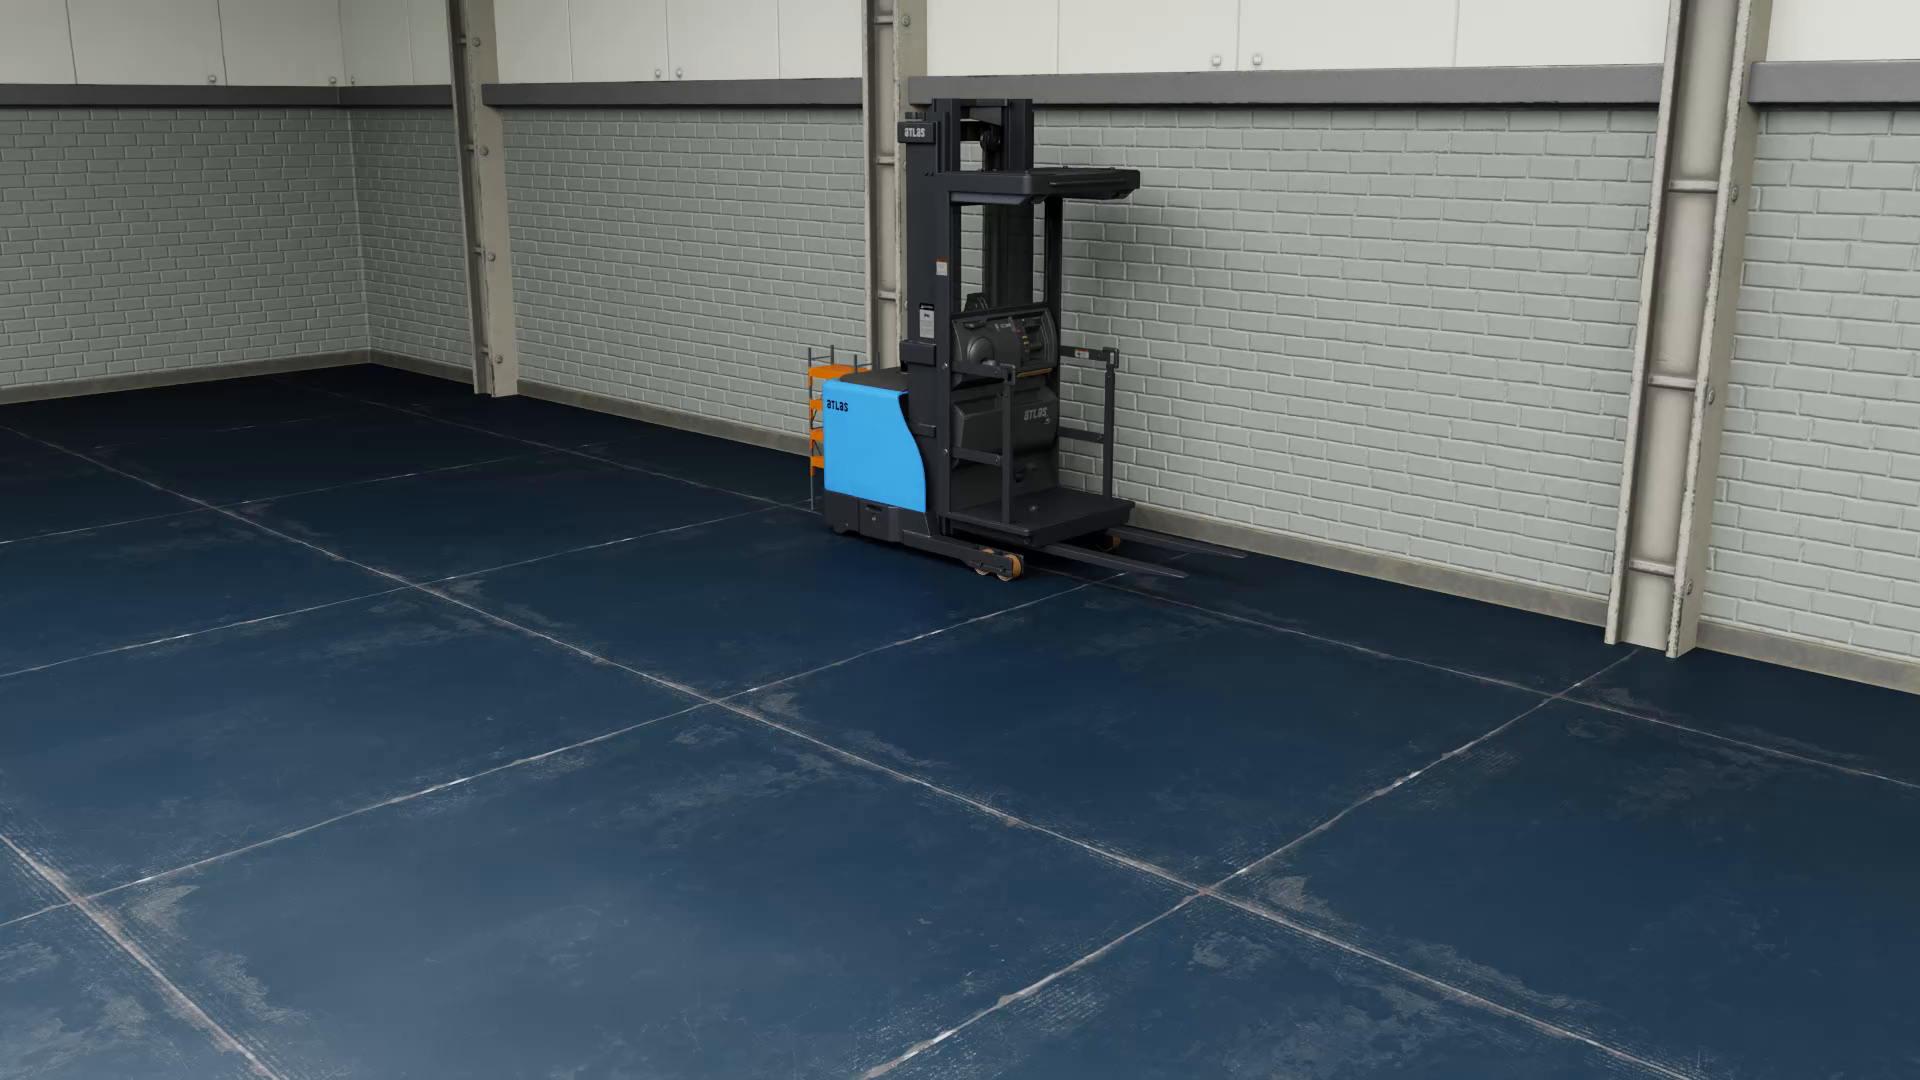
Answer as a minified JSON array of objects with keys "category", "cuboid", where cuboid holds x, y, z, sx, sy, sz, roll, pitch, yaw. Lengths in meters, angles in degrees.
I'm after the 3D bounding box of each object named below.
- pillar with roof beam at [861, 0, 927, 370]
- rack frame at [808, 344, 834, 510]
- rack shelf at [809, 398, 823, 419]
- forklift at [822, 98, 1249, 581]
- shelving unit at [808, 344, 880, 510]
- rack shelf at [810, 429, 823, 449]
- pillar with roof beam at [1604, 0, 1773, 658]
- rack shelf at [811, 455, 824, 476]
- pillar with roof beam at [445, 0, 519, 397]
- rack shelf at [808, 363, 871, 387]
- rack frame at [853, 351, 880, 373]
[{"category":"pillar with roof beam","cuboid":[-3.478,-4.048,9.119,0.400,9.000,9.100,14,20,42]},{"category":"rack frame","cuboid":[-1.011,-0.827,12.225,0.015,1.200,0.240,14,20,42]},{"category":"rack shelf","cuboid":[-0.835,-0.935,12.022,0.480,0.148,0.258,14,20,42]},{"category":"forklift","cuboid":[0.448,-1.309,10.644,3.031,2.935,1.130,14,20,42]},{"category":"shelving unit","cuboid":[-0.835,-0.784,12.061,0.503,1.200,0.258,14,20,42]},{"category":"rack shelf","cuboid":[-0.835,-0.719,12.078,0.480,0.148,0.258,14,20,42]},{"category":"pillar with roof beam","cuboid":[0.842,-2.997,5.089,0.400,9.000,9.100,14,20,42]},{"category":"rack shelf","cuboid":[-0.835,-0.527,12.128,0.480,0.148,0.258,14,20,42]},{"category":"pillar with roof beam","cuboid":[-7.797,-5.098,13.149,0.400,9.000,9.100,14,20,42]},{"category":"rack shelf","cuboid":[-0.835,-1.164,11.962,0.480,0.148,0.258,14,20,42]},{"category":"rack frame","cuboid":[-0.660,-0.741,11.897,0.015,1.200,0.240,14,20,42]}]
